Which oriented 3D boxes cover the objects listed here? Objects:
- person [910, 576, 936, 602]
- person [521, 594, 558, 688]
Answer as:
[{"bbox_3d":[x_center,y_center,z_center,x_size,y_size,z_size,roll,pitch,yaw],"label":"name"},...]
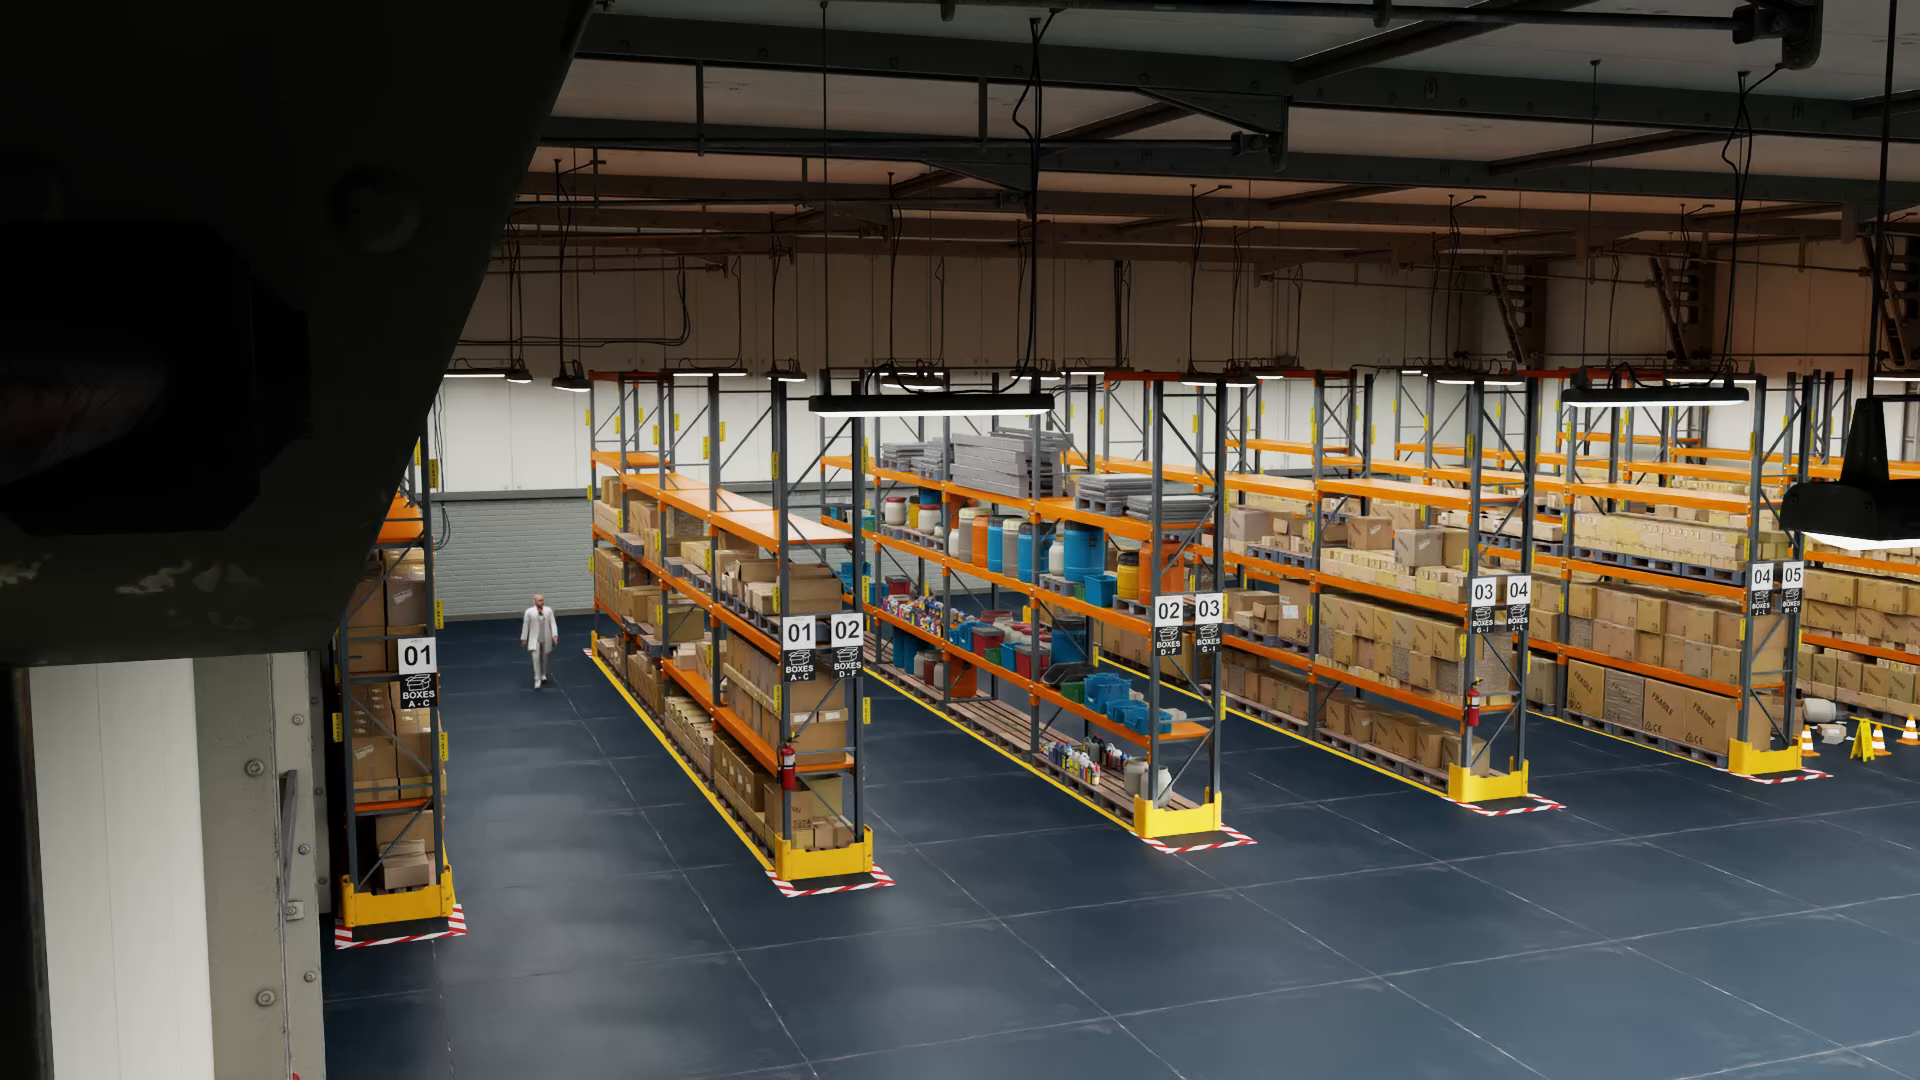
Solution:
[{"bbox_3d":[-0.745,1.564,35.202,0.571,1.661,1.078,-5,8,-38],"label":"person"},{"bbox_3d":[-8.032,1.900,31.801,0.664,1.717,1.114,-3,7,-25],"label":"person"}]
